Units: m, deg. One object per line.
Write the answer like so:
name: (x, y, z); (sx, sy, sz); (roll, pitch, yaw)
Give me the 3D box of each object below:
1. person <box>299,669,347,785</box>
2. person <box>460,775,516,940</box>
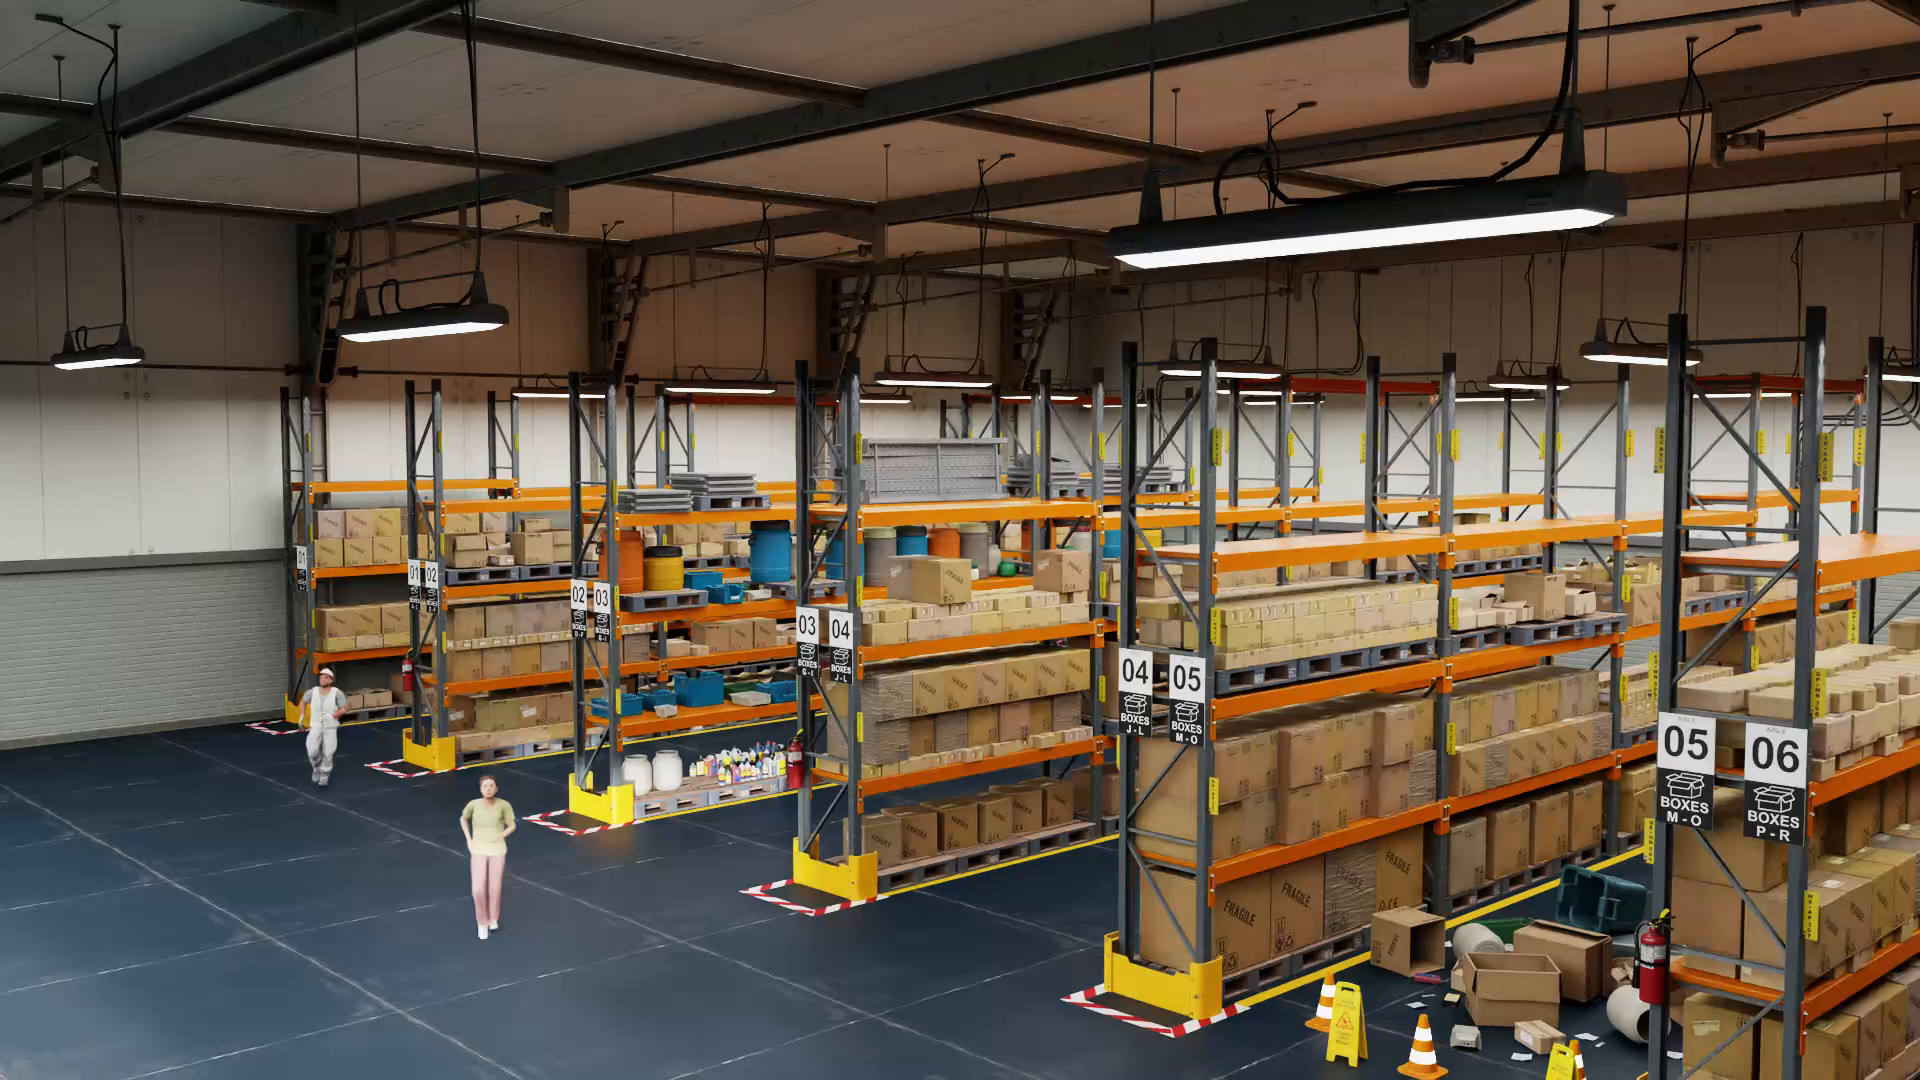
person: (-9.305, 2.741, 24.271); (0.675, 1.715, 0.596); (-1, 4, -15)
person: (-4.847, 3.266, 17.088); (0.560, 1.691, 0.592); (-1, 4, -14)
